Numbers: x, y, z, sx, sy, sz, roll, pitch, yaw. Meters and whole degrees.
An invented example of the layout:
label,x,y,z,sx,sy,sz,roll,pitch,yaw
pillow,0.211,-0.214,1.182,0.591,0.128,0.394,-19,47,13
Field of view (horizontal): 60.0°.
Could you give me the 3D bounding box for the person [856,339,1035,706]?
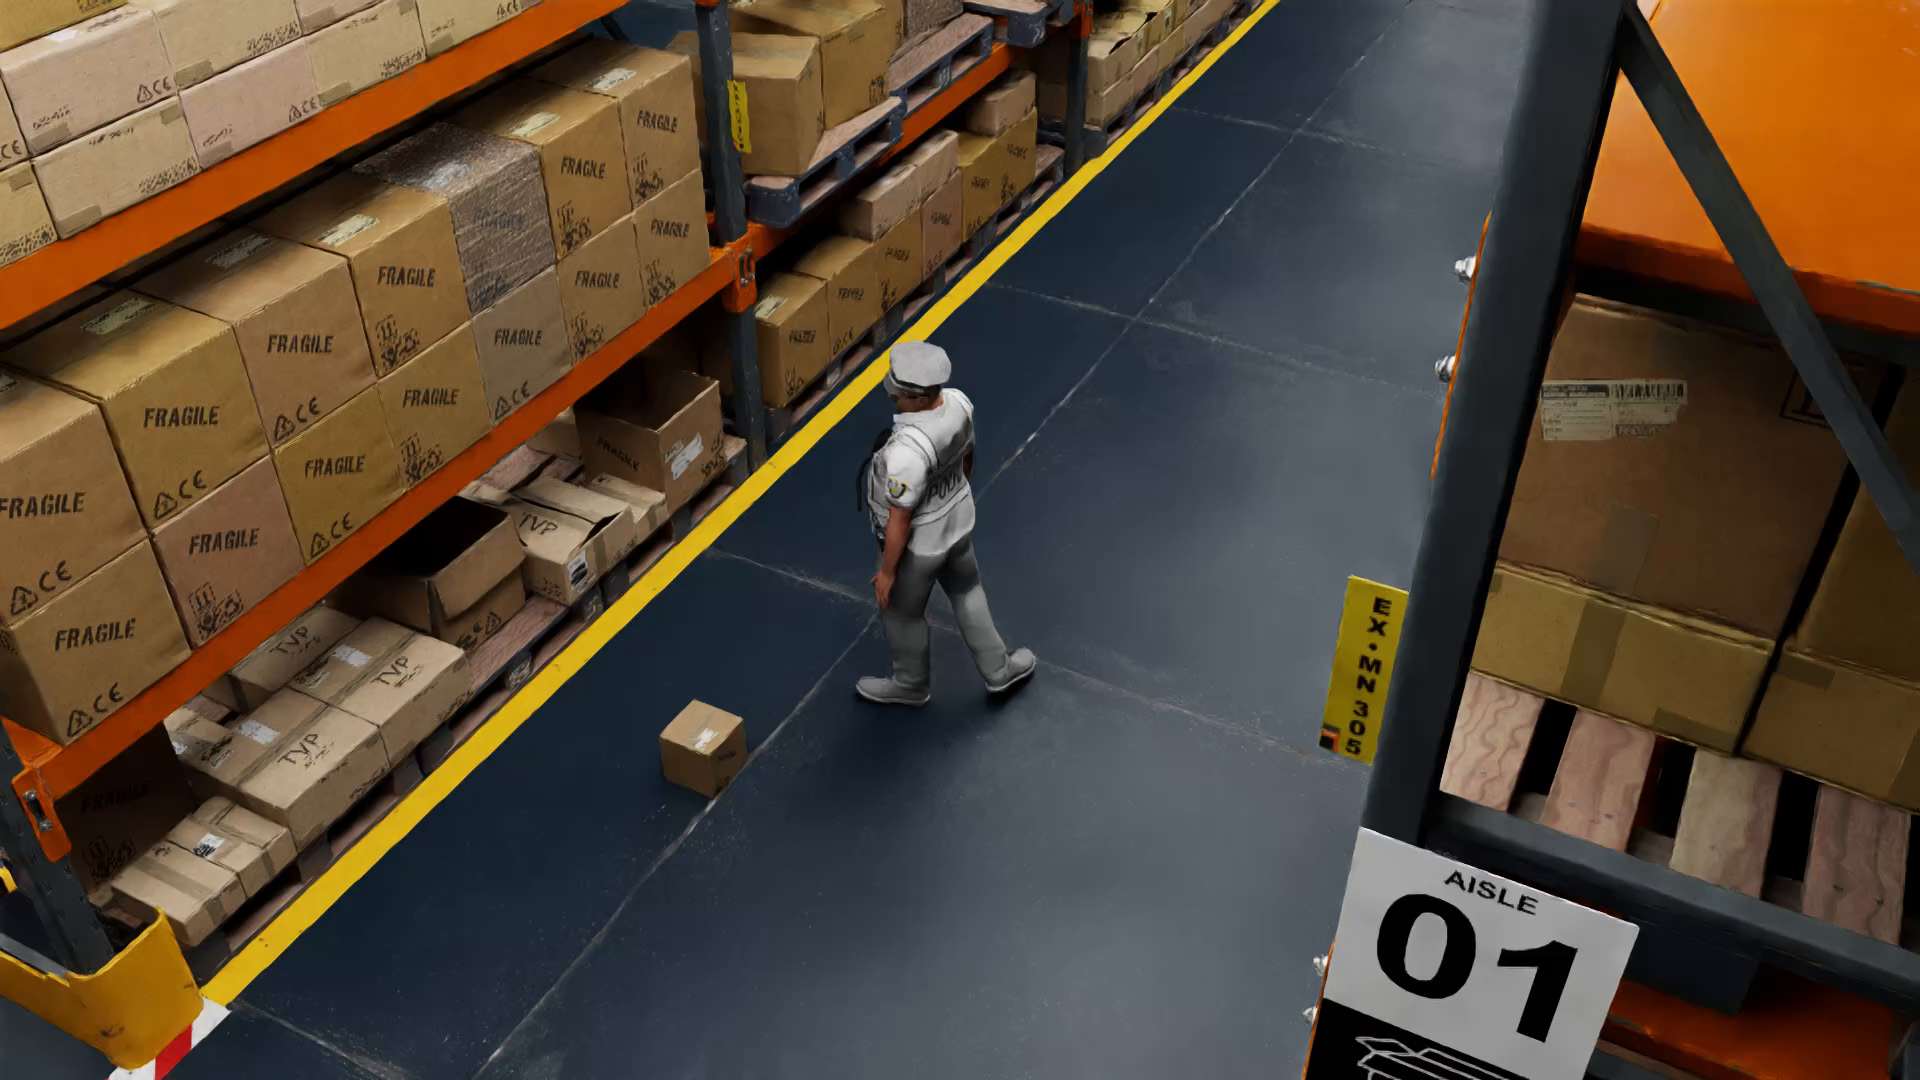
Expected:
label,x,y,z,sx,sy,sz,roll,pitch,yaw
person,-0.085,-0.032,6.787,0.607,1.743,0.738,23,43,26
